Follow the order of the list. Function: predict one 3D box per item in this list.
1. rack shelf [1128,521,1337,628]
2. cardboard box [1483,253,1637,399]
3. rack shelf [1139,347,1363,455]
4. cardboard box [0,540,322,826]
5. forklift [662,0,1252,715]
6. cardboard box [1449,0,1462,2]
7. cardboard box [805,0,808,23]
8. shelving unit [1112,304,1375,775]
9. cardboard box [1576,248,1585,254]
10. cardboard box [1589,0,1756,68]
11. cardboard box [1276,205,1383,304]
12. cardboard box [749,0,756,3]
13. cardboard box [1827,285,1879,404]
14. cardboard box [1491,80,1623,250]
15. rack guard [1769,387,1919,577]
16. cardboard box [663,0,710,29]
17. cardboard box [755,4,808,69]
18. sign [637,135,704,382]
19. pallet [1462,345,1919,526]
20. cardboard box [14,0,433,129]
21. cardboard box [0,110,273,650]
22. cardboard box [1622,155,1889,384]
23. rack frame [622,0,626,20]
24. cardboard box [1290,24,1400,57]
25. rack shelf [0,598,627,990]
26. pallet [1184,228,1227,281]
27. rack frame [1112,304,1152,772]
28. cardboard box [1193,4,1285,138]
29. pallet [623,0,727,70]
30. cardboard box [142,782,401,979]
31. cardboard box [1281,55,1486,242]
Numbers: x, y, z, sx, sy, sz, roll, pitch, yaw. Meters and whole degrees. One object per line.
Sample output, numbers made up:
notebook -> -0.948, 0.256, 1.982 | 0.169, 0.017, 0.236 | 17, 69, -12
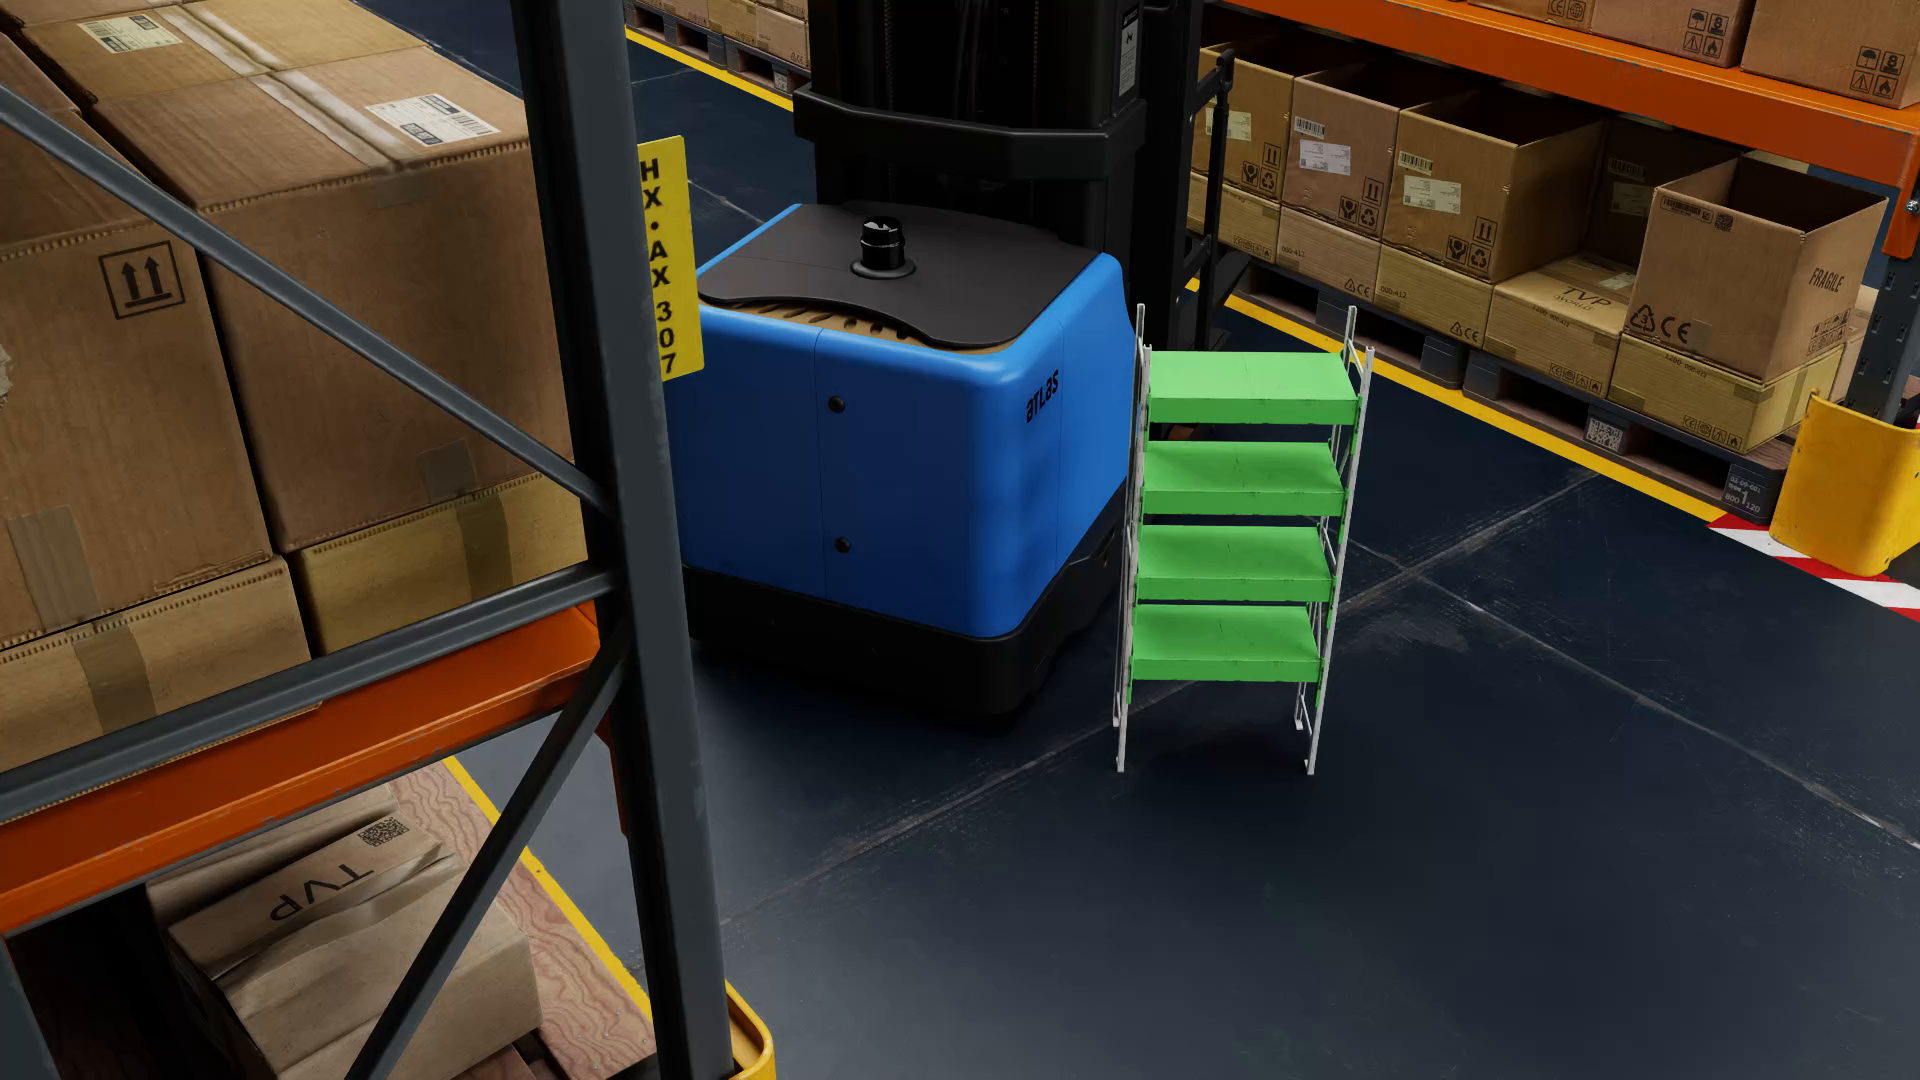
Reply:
rack shelf -> 0.660, 0.083, 4.101 | 0.480, 0.148, 0.258 | 1, 32, 1
cardboard box -> 2.214, -0.761, 5.840 | 0.500, 0.250, 0.500 | -22, 38, -31
rack shelf -> 0.660, -0.325, 3.847 | 0.480, 0.148, 0.258 | 1, 32, 1
cardboard box -> -1.258, 0.109, 2.354 | 0.500, 0.250, 0.500 | -22, 38, -31
forklift -> 0.251, -1.547, 4.962 | 1.130, 2.935, 3.031 | 13, 34, 20
cardboard box -> 1.864, -2.304, 6.021 | 0.700, 0.500, 0.500 | -21, 38, -30
cardboard box -> -0.464, -2.833, 8.646 | 0.500, 0.311, 0.500 | -22, 38, -32
shelving unit -> 0.660, 0.028, 4.067 | 0.503, 1.200, 0.258 | 1, 32, 1
cardboard box -> 2.323, -1.140, 6.450 | 0.500, 0.250, 0.500 | -22, 38, -31
cardboard box -> 2.490, -1.877, 5.334 | 0.700, 0.500, 0.500 | -21, 38, -30
cardboard box -> 1.600, -1.178, 6.511 | 0.500, 0.250, 0.500 | -22, 38, -31
cardboard box -> -1.085, -3.258, 9.329 | 0.500, 0.311, 0.500 | -23, 39, -33
cardboard box -> 2.939, -0.724, 5.781 | 0.500, 0.250, 0.500 | -22, 38, -31
cardboard box -> 2.314, -1.455, 6.246 | 0.500, 0.500, 0.500 | -22, 38, -31
rack guard -> 3.107, -0.346, 5.334 | 1.175, 0.500, 0.348 | -22, 38, -31
cardboard box -> -1.416, -3.240, 9.832 | 0.500, 0.250, 0.500 | -23, 39, -33
cardboard box -> -0.778, -2.812, 9.142 | 0.500, 0.250, 0.500 | -21, 38, -30
sign -> -0.390, -0.357, 2.162 | 0.100, 0.325, 0.005 | -22, 38, -31
pallet -> 2.590, -0.539, 5.918 | 1.003, 0.211, 1.213 | -22, 38, -31
cardboard box -> -1.169, -0.583, 2.758 | 0.500, 0.500, 0.500 | -22, 38, -31
cardboard box -> -1.276, -0.205, 2.150 | 0.500, 0.500, 0.500 | -23, 38, -32
cardboard box -> 2.528, -0.874, 5.312 | 0.500, 0.500, 0.500 | -22, 38, -31
rack frame -> -1.814, -4.752, 10.059 | 1.000, 3.000, 0.127 | -22, 38, -31
cardboard box -> 1.703, -1.872, 6.919 | 0.500, 0.500, 0.500 | -22, 38, -31
rack shelf -> -2.045, -0.342, 3.639 | 1.077, 0.370, 4.000 | -22, 38, -31
pallet -> 1.094, -1.556, 7.555 | 1.003, 0.211, 1.213 | -22, 38, -31
rack frame -> 0.416, 0.025, 4.072 | 0.015, 1.200, 0.240 | 1, 32, 1
cardboard box -> 0.989, -1.914, 6.986 | 0.500, 0.500, 0.500 | -22, 38, -31
pallet -> -1.340, -3.212, 10.222 | 1.003, 0.211, 1.213 | -22, 38, -31
cardboard box -> -1.521, 0.586, 3.595 | 0.500, 0.311, 0.500 | -19, 37, -28
cardboard box -> 1.598, -1.495, 6.312 | 0.500, 0.500, 0.500 | -22, 38, -31
